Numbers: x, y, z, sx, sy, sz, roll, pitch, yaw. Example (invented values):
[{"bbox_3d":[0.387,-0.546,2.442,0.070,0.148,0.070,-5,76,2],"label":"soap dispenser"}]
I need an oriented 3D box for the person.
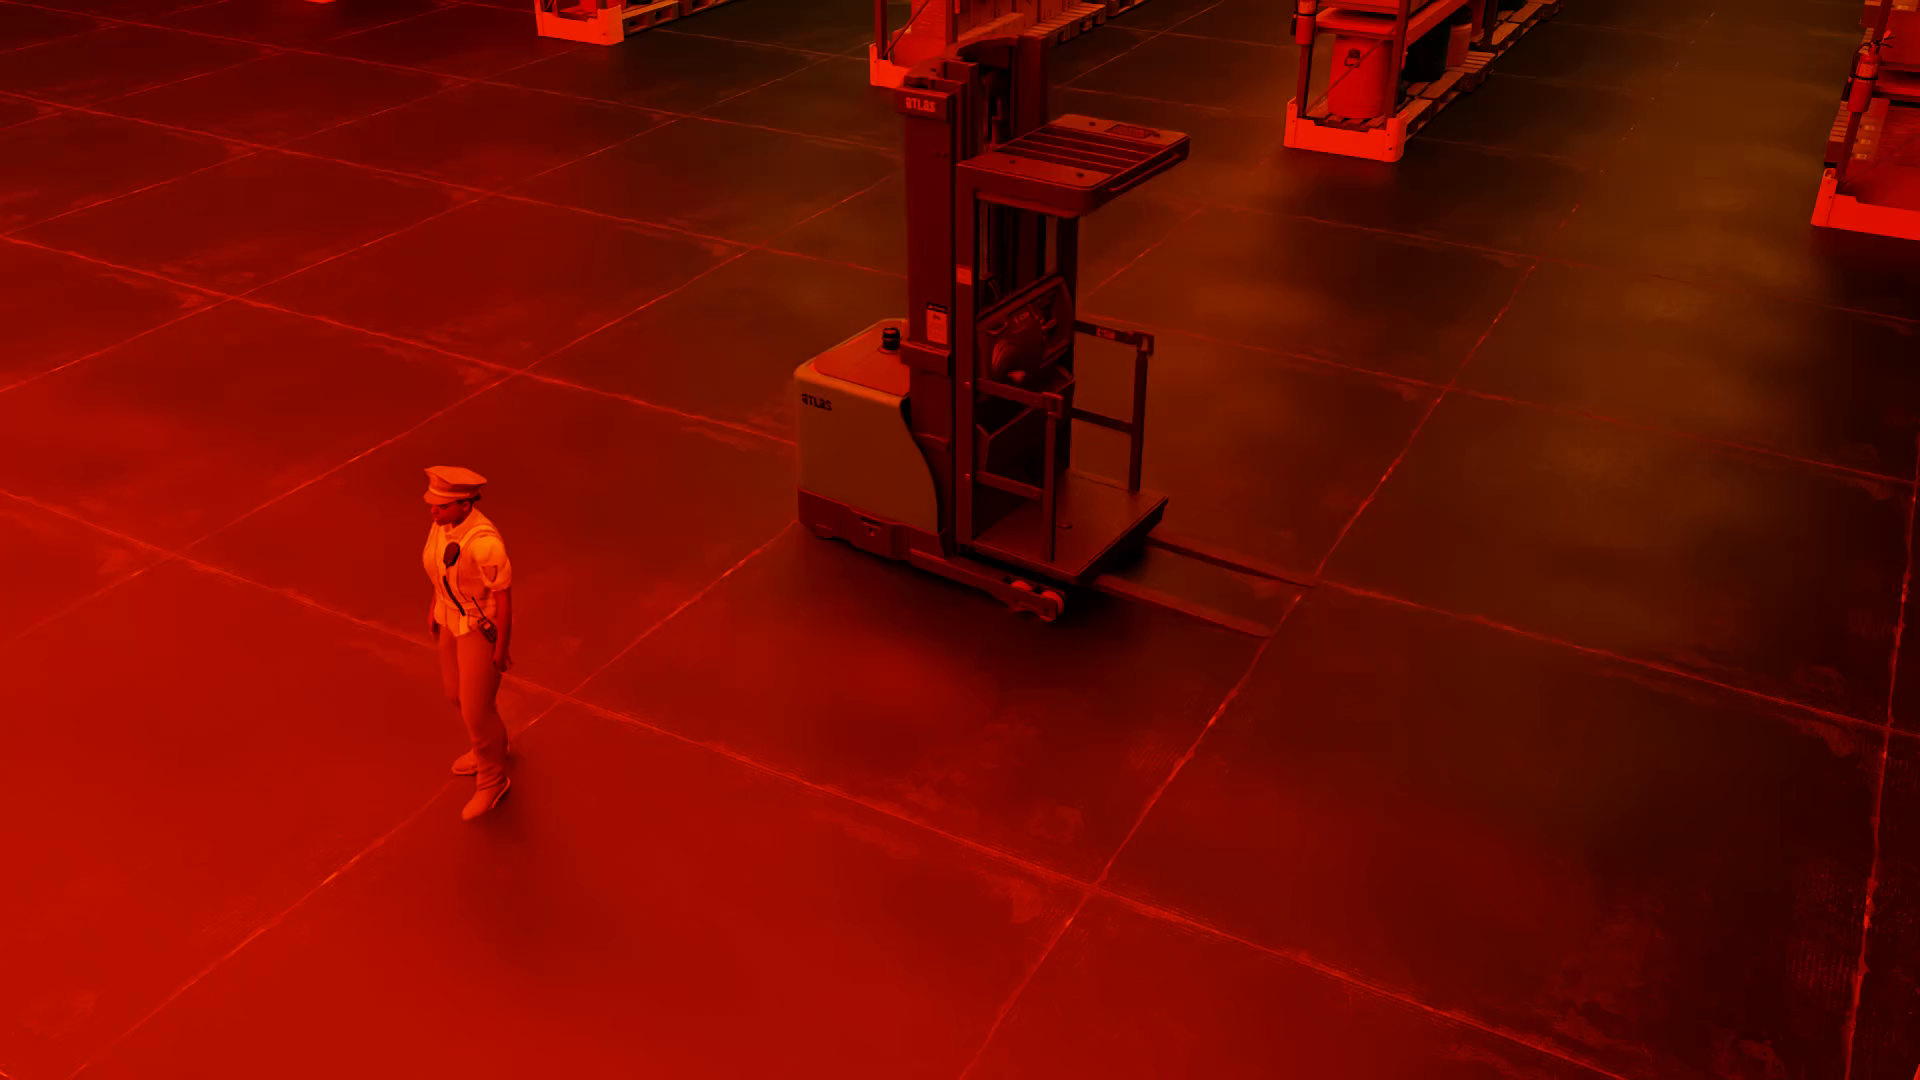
[{"bbox_3d":[-2.281,0.434,7.606,0.469,1.716,0.530,-25,38,-36],"label":"person"}]

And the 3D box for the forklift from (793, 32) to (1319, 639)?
[{"bbox_3d":[0.532,-1.122,9.015,3.031,2.935,1.130,18,35,29],"label":"forklift"}]
